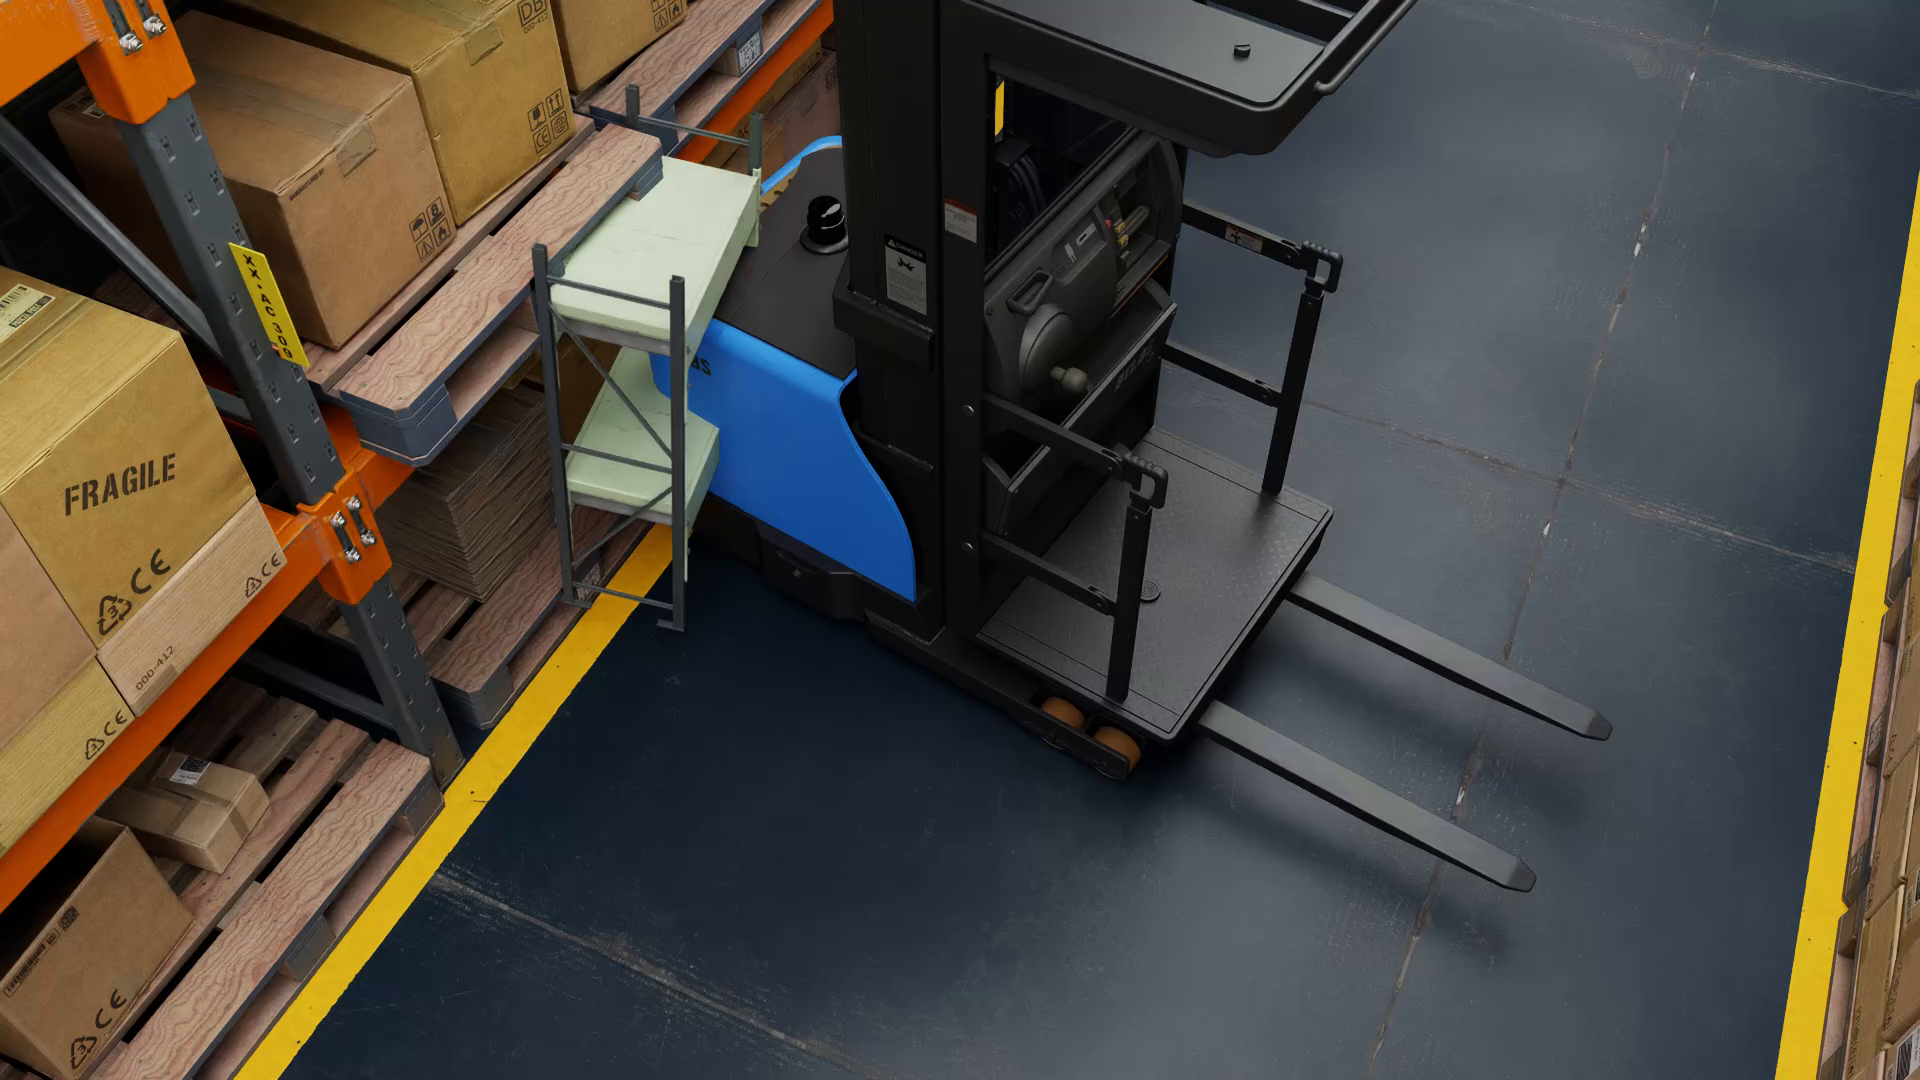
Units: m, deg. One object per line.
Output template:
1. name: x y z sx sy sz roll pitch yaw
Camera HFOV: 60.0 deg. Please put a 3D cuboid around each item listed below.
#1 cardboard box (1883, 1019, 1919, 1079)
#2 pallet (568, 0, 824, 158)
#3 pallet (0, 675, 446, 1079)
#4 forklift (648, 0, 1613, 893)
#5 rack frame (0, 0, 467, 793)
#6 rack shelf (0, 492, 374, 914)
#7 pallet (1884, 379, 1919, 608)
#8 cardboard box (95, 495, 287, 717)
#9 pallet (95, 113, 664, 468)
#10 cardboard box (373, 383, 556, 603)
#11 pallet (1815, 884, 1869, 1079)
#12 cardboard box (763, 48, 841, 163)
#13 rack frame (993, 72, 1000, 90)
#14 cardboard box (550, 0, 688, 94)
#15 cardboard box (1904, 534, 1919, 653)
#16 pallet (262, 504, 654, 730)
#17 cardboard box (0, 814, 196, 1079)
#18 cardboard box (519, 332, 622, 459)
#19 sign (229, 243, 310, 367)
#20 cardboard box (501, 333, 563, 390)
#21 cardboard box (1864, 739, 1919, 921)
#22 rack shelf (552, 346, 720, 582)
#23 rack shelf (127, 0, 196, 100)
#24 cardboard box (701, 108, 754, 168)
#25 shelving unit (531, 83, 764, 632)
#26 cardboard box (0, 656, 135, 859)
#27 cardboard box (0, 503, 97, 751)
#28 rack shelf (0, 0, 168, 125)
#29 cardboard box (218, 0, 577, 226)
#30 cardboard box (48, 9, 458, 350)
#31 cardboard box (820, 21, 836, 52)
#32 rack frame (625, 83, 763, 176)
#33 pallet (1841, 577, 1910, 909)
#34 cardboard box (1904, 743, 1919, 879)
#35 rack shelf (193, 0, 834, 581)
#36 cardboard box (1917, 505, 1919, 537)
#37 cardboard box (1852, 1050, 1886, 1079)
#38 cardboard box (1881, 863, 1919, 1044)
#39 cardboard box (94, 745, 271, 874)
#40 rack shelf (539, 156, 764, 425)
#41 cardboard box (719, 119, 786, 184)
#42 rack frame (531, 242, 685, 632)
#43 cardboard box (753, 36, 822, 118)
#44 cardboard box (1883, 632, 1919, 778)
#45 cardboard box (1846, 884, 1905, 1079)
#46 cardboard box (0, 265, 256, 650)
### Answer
1. cardboard box: 2.385 1.408 3.744 0.500 0.311 0.500 20 52 16
2. pallet: -1.109 -1.718 5.369 1.003 0.211 1.213 20 52 16
3. pallet: -2.264 0.975 4.782 1.003 0.211 1.213 20 52 16
4. forklift: 0.518 -0.682 4.406 3.031 2.935 1.130 27 55 21
5. rack frame: -2.009 -0.403 4.123 1.000 3.000 0.127 20 52 16
6. rack shelf: -2.864 1.208 3.225 1.077 0.370 4.000 20 52 16
7. pallet: 3.793 -0.090 5.688 1.003 0.211 1.213 20 52 16
8. cardboard box: -1.937 0.064 3.811 0.500 0.250 0.500 20 52 16
9. pallet: -1.551 -0.819 4.604 1.003 0.211 1.213 20 52 16
10. cardboard box: -1.710 -0.247 5.343 0.700 0.500 0.500 21 53 17
11. pallet: 2.751 1.590 4.258 1.003 0.211 1.213 20 52 16
12. cardboard box: -0.886 -1.660 6.545 0.700 0.500 0.500 20 52 16
13. rack frame: -0.300 -3.157 6.467 1.000 3.000 0.127 20 52 16
14. cardboard box: -1.263 -1.763 4.926 0.700 0.500 0.500 27 55 21
15. cardboard box: 3.260 0.179 5.158 0.500 0.250 0.500 19 52 15
16. pallet: -1.678 -0.036 5.642 1.003 0.211 1.213 20 52 16
17. cardboard box: -2.416 0.993 4.288 0.500 0.500 0.500 16 52 13
18. cardboard box: -1.534 -0.620 5.660 0.700 0.500 0.500 19 52 15
19. sign: -1.515 -0.512 3.648 0.100 0.325 0.005 20 52 16
20. cardboard box: -1.525 -0.795 5.317 0.500 0.250 0.500 19 52 15
21. cardboard box: 2.822 0.882 4.560 0.500 0.250 0.500 21 53 17
22. rack shelf: -0.962 -0.295 5.308 0.431 0.370 0.720 13 50 2
23. rack shelf: -1.155 -2.519 4.427 1.077 0.370 4.000 20 52 16
24. cardboard box: -1.076 -1.492 5.910 0.500 0.250 0.500 20 52 16
25. shelving unit: -0.921 -0.503 5.060 0.431 1.500 0.755 13 50 2
26. cardboard box: -2.158 0.405 3.521 0.500 0.250 0.500 20 52 16
27. cardboard box: -2.139 0.168 3.230 0.500 0.500 0.500 20 52 16
28. rack shelf: -2.864 0.236 2.083 1.077 0.370 4.000 20 52 16
29. cardboard box: -1.516 -1.299 4.532 0.700 0.500 0.500 25 54 20
30. cardboard box: -1.761 -0.917 4.206 0.700 0.500 0.500 20 52 16
31. cardboard box: -0.561 -1.977 6.815 0.700 0.500 0.500 20 53 17
32. rack frame: -0.849 -0.772 5.297 0.400 1.500 0.023 13 50 2
33. pallet: 3.271 0.747 4.976 1.003 0.211 1.213 20 52 16
34. cardboard box: 2.817 0.704 4.342 0.500 0.311 0.500 20 52 16
35. rack shelf: -1.155 -1.547 5.569 1.077 0.370 4.000 20 52 16
36. cardboard box: 3.477 -0.181 5.464 0.500 0.250 0.500 18 52 15
37. cardboard box: 2.386 1.582 3.964 0.500 0.250 0.500 19 52 16
38. cardboard box: 2.602 1.047 4.051 0.500 0.311 0.500 21 53 17
39. cardboard box: -2.211 0.751 4.713 0.380 0.166 0.250 14 51 11
40. rack shelf: -0.872 -0.751 4.762 0.431 0.370 0.720 13 50 2
41. cardboard box: -1.073 -1.309 6.246 0.700 0.500 0.500 20 52 16
42. rack frame: -0.994 -0.233 4.823 0.400 1.500 0.023 13 50 2
43. cardboard box: -0.861 -1.848 6.213 0.500 0.250 0.500 21 53 17
44. cardboard box: 3.041 0.532 4.858 0.500 0.250 0.500 21 53 17
45. cardboard box: 2.604 1.234 4.260 0.500 0.250 0.500 19 52 16
46. cardboard box: -1.931 -0.177 3.524 0.500 0.500 0.500 20 52 16
